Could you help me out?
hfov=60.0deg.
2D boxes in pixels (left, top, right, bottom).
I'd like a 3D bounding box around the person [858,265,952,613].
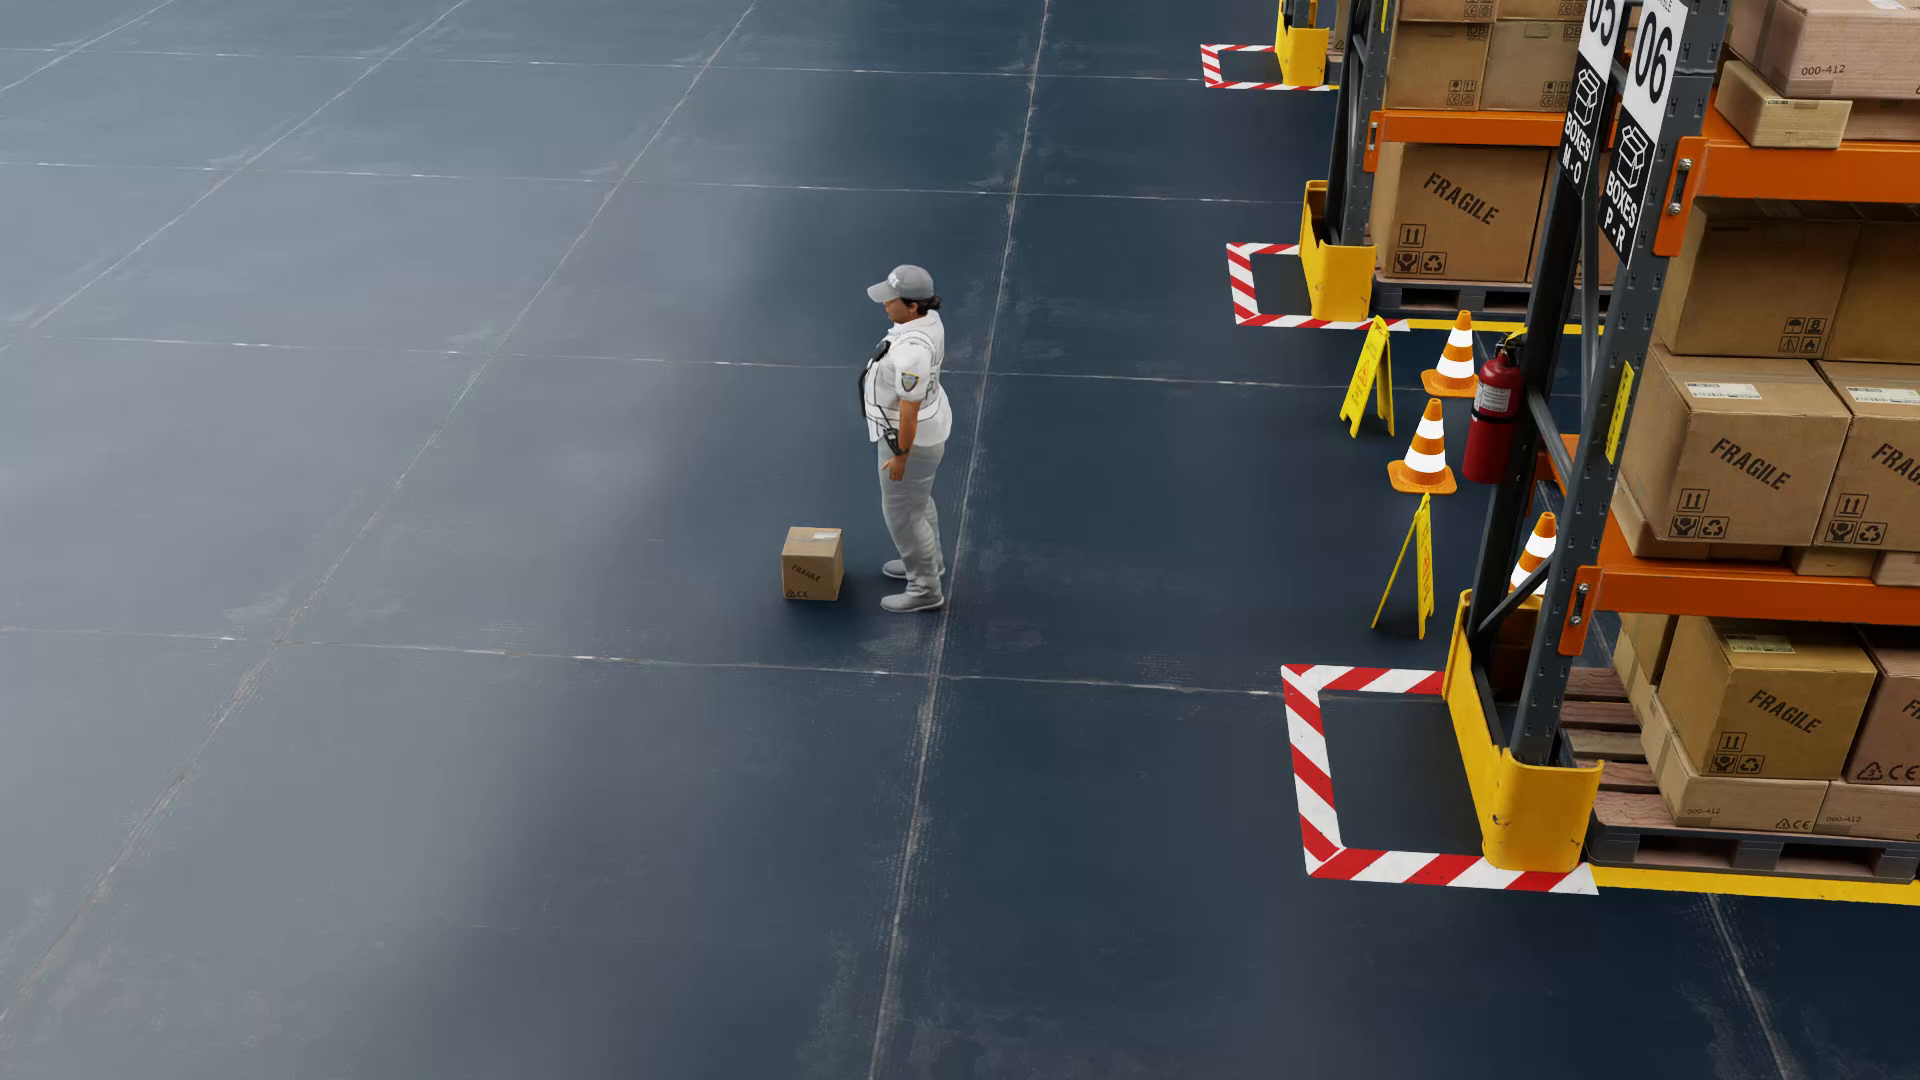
[{"bbox_3d":[-0.234,-0.450,7.474,0.390,1.672,0.467,3,32,5],"label":"person"}]
